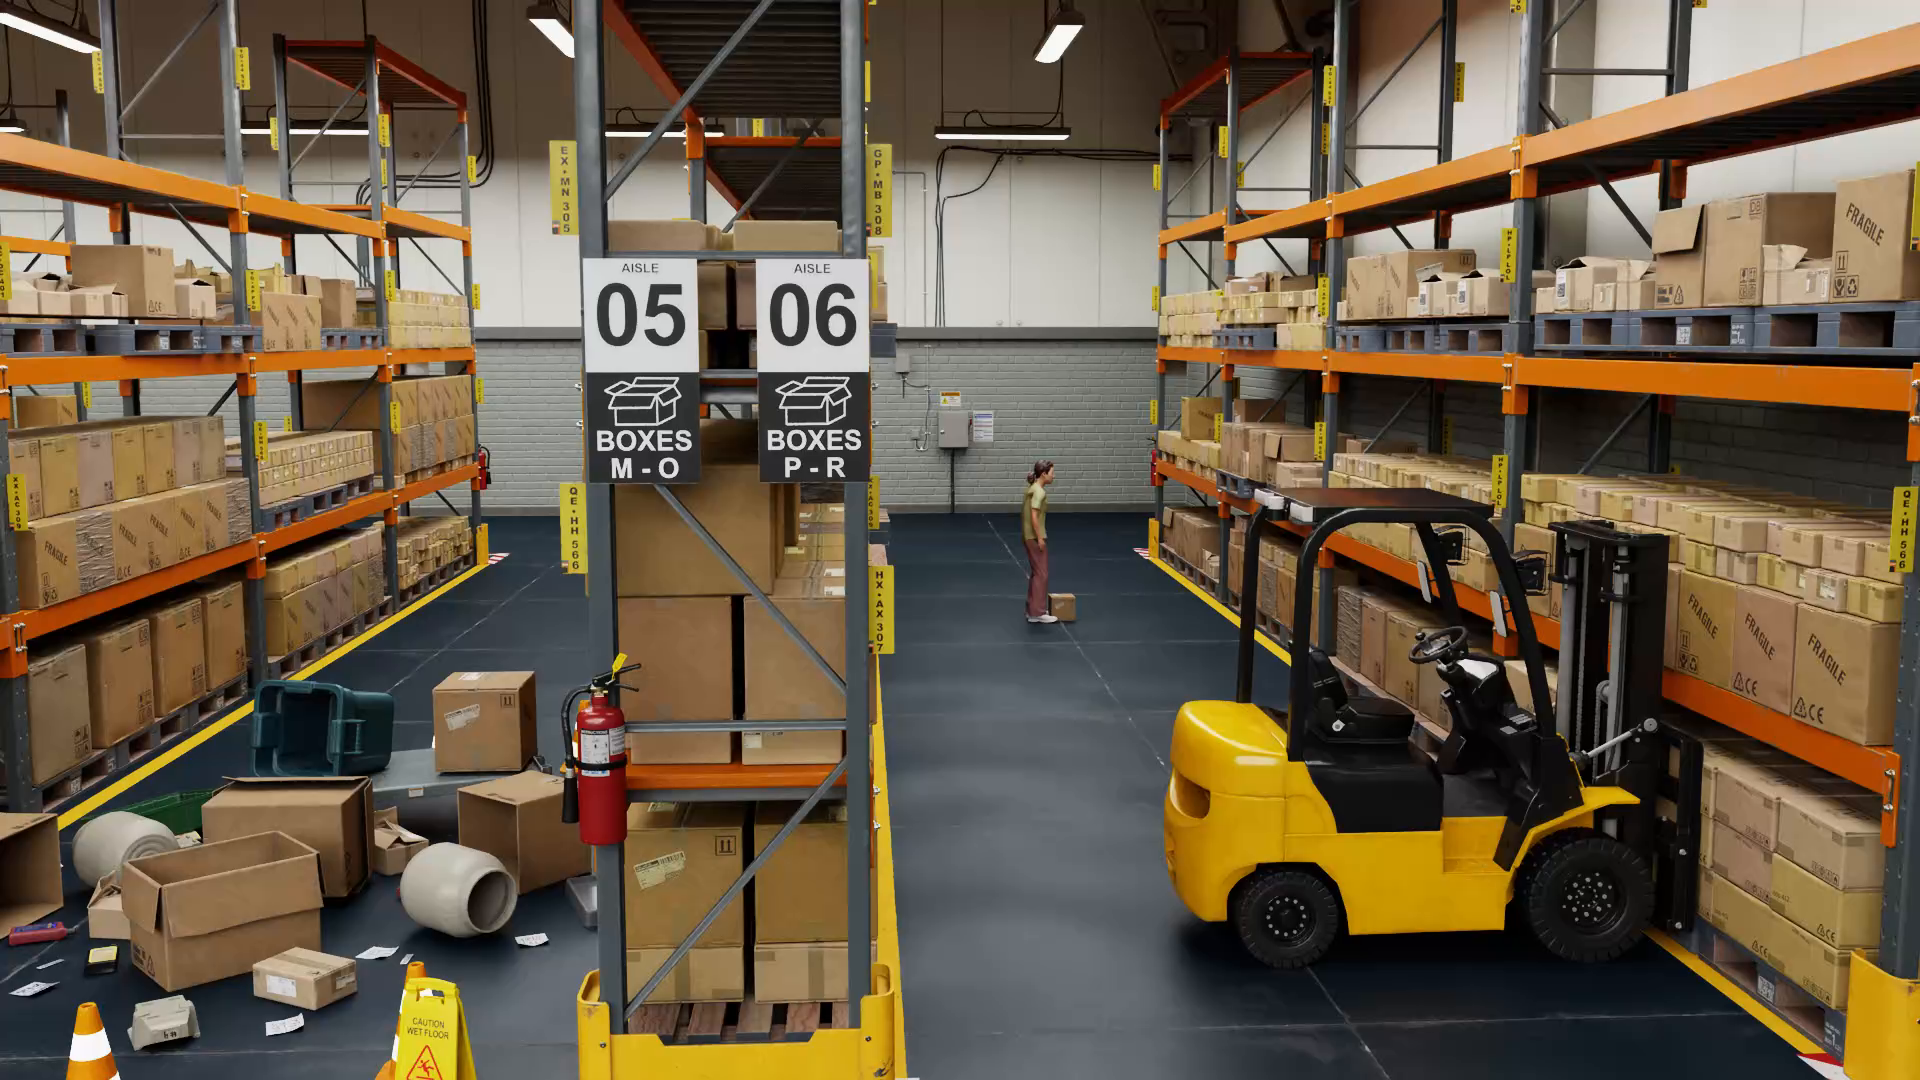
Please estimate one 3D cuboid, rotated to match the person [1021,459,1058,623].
[{"bbox_3d":[0.818,0.000,17.254,0.365,1.672,0.498,0,7,-4],"label":"person"}]
